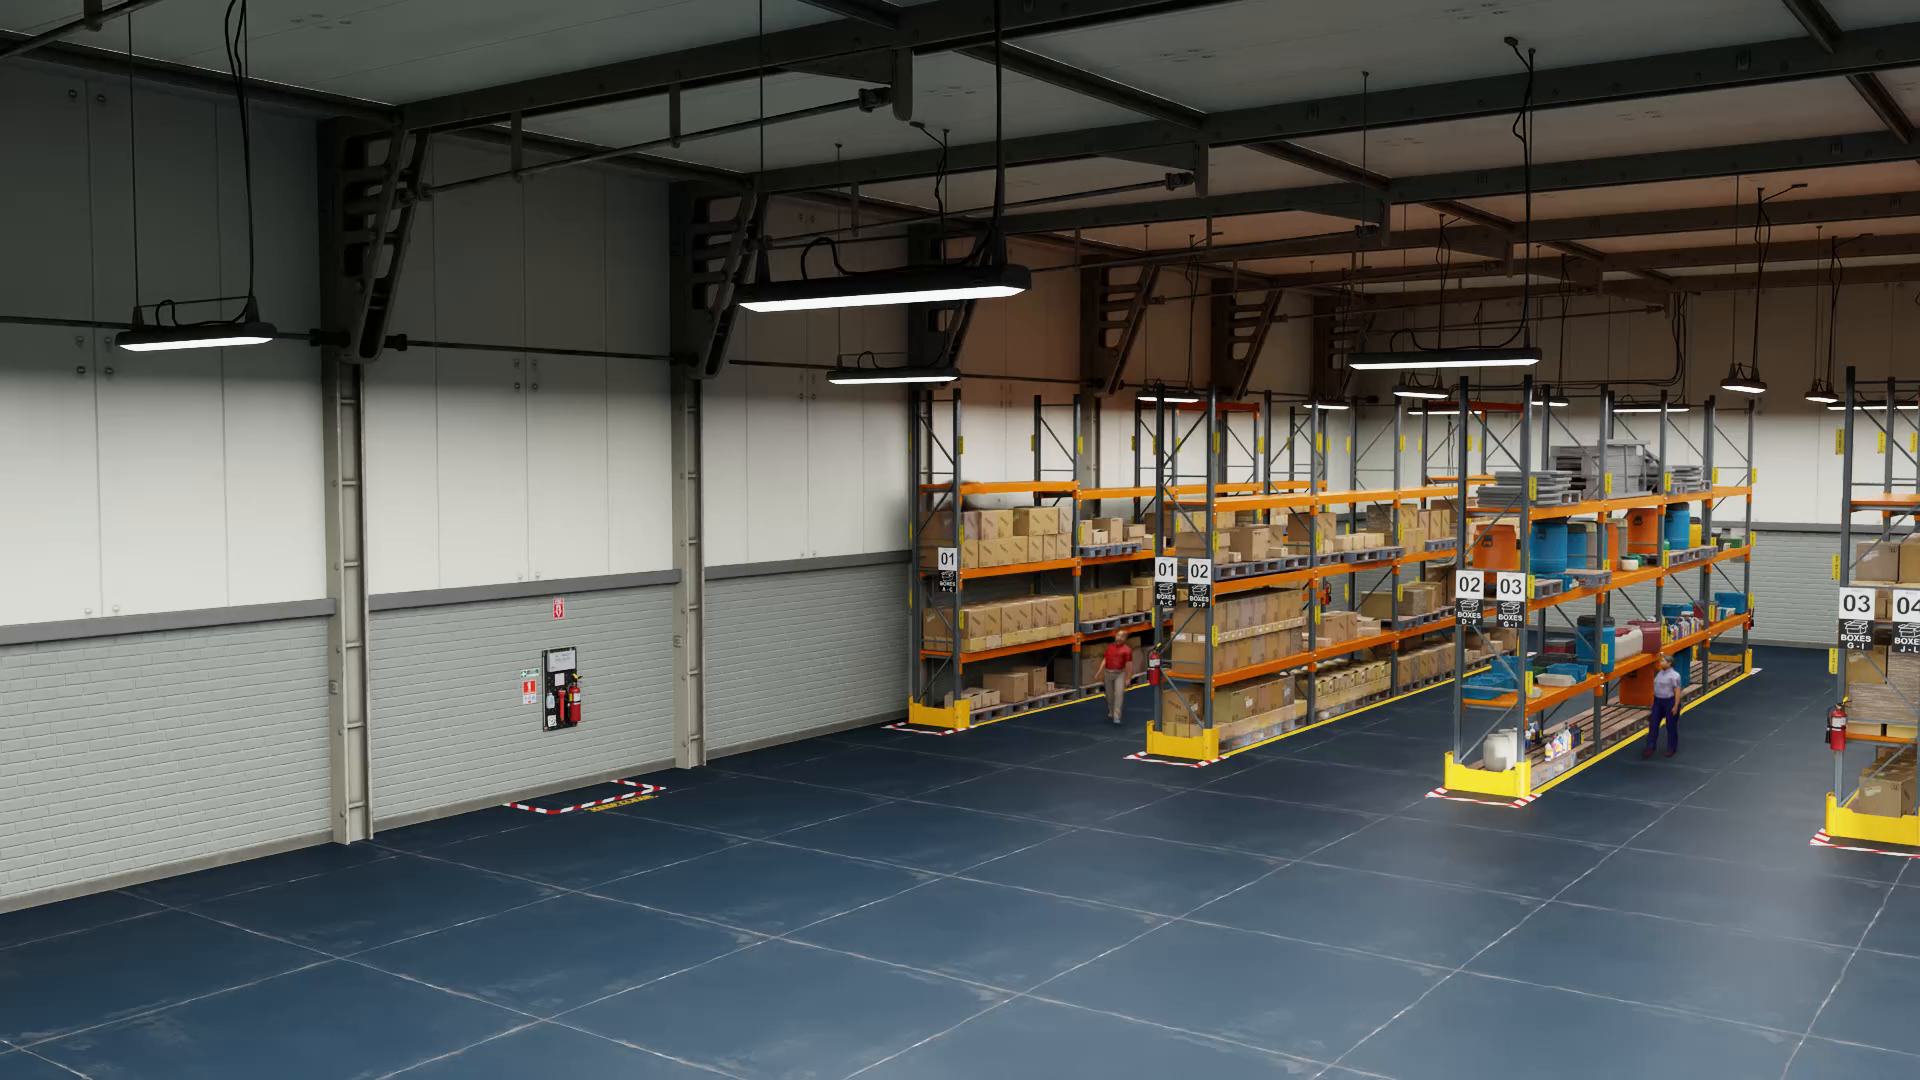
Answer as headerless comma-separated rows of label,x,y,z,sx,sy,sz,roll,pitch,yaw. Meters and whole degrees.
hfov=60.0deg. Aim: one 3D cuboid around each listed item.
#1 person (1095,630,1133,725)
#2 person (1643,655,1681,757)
person,2.782,2.466,29.981,0.663,1.661,1.028,1,3,13
person,11.316,2.677,26.703,0.571,1.626,0.506,-2,4,-30
